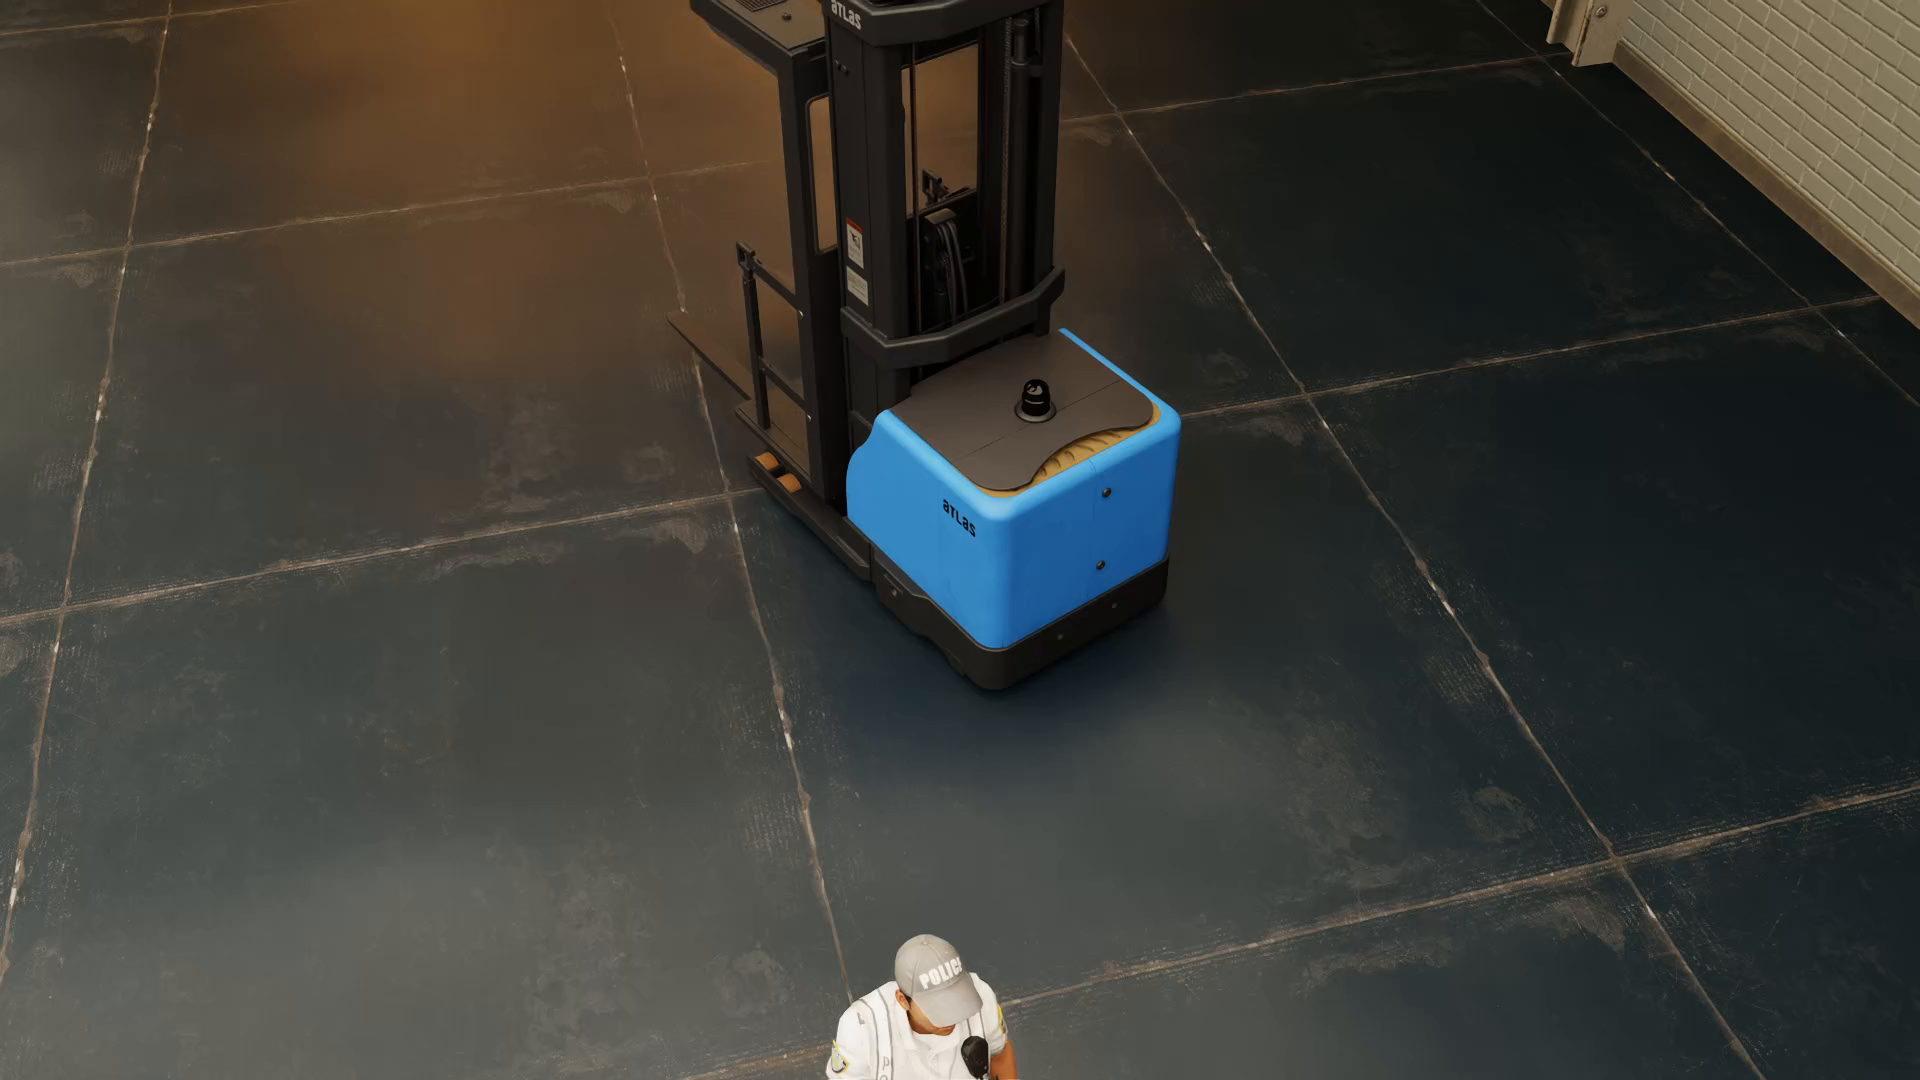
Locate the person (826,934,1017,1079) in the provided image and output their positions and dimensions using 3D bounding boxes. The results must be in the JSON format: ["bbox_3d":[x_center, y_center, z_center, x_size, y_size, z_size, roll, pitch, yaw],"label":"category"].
[{"bbox_3d":[-0.090,1.746,4.707,0.599,1.669,0.529,-14,45,-14],"label":"person"}]

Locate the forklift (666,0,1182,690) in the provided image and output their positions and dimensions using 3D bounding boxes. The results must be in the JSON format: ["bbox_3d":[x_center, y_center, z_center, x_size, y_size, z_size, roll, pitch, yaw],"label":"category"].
[{"bbox_3d":[-0.366,-1.399,7.126,1.130,2.935,3.031,-27,50,-26],"label":"forklift"}]
